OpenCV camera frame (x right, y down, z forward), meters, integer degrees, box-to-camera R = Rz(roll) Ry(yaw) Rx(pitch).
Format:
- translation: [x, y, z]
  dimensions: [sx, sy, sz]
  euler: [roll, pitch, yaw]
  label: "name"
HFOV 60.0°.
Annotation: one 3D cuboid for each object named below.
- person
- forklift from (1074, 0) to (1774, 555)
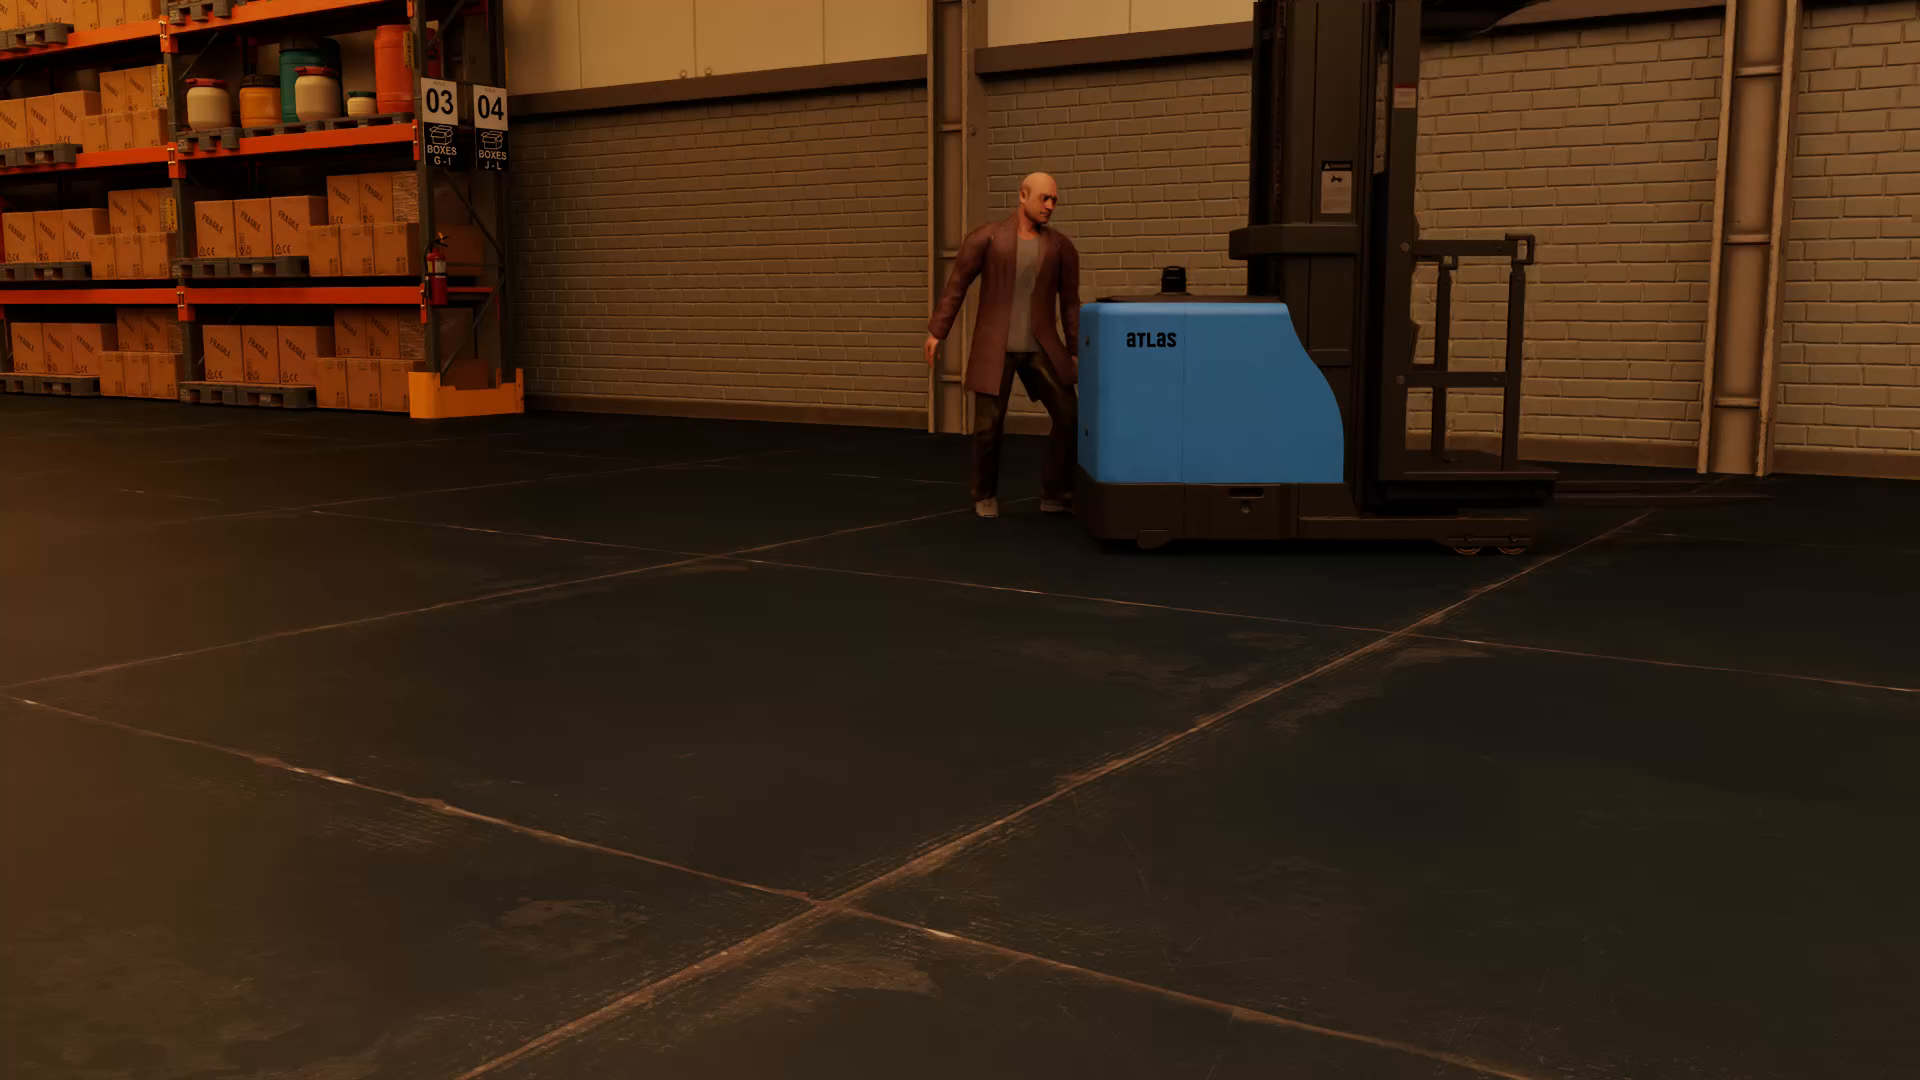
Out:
- translation: [0.287, -0.960, 8.420]
  dimensions: [0.932, 1.754, 0.529]
  euler: [-1, 8, -6]
  label: "person"
- translation: [2.077, -1.460, 7.462]
  dimensions: [3.031, 2.935, 1.130]
  euler: [0, 8, -1]
  label: "forklift"
